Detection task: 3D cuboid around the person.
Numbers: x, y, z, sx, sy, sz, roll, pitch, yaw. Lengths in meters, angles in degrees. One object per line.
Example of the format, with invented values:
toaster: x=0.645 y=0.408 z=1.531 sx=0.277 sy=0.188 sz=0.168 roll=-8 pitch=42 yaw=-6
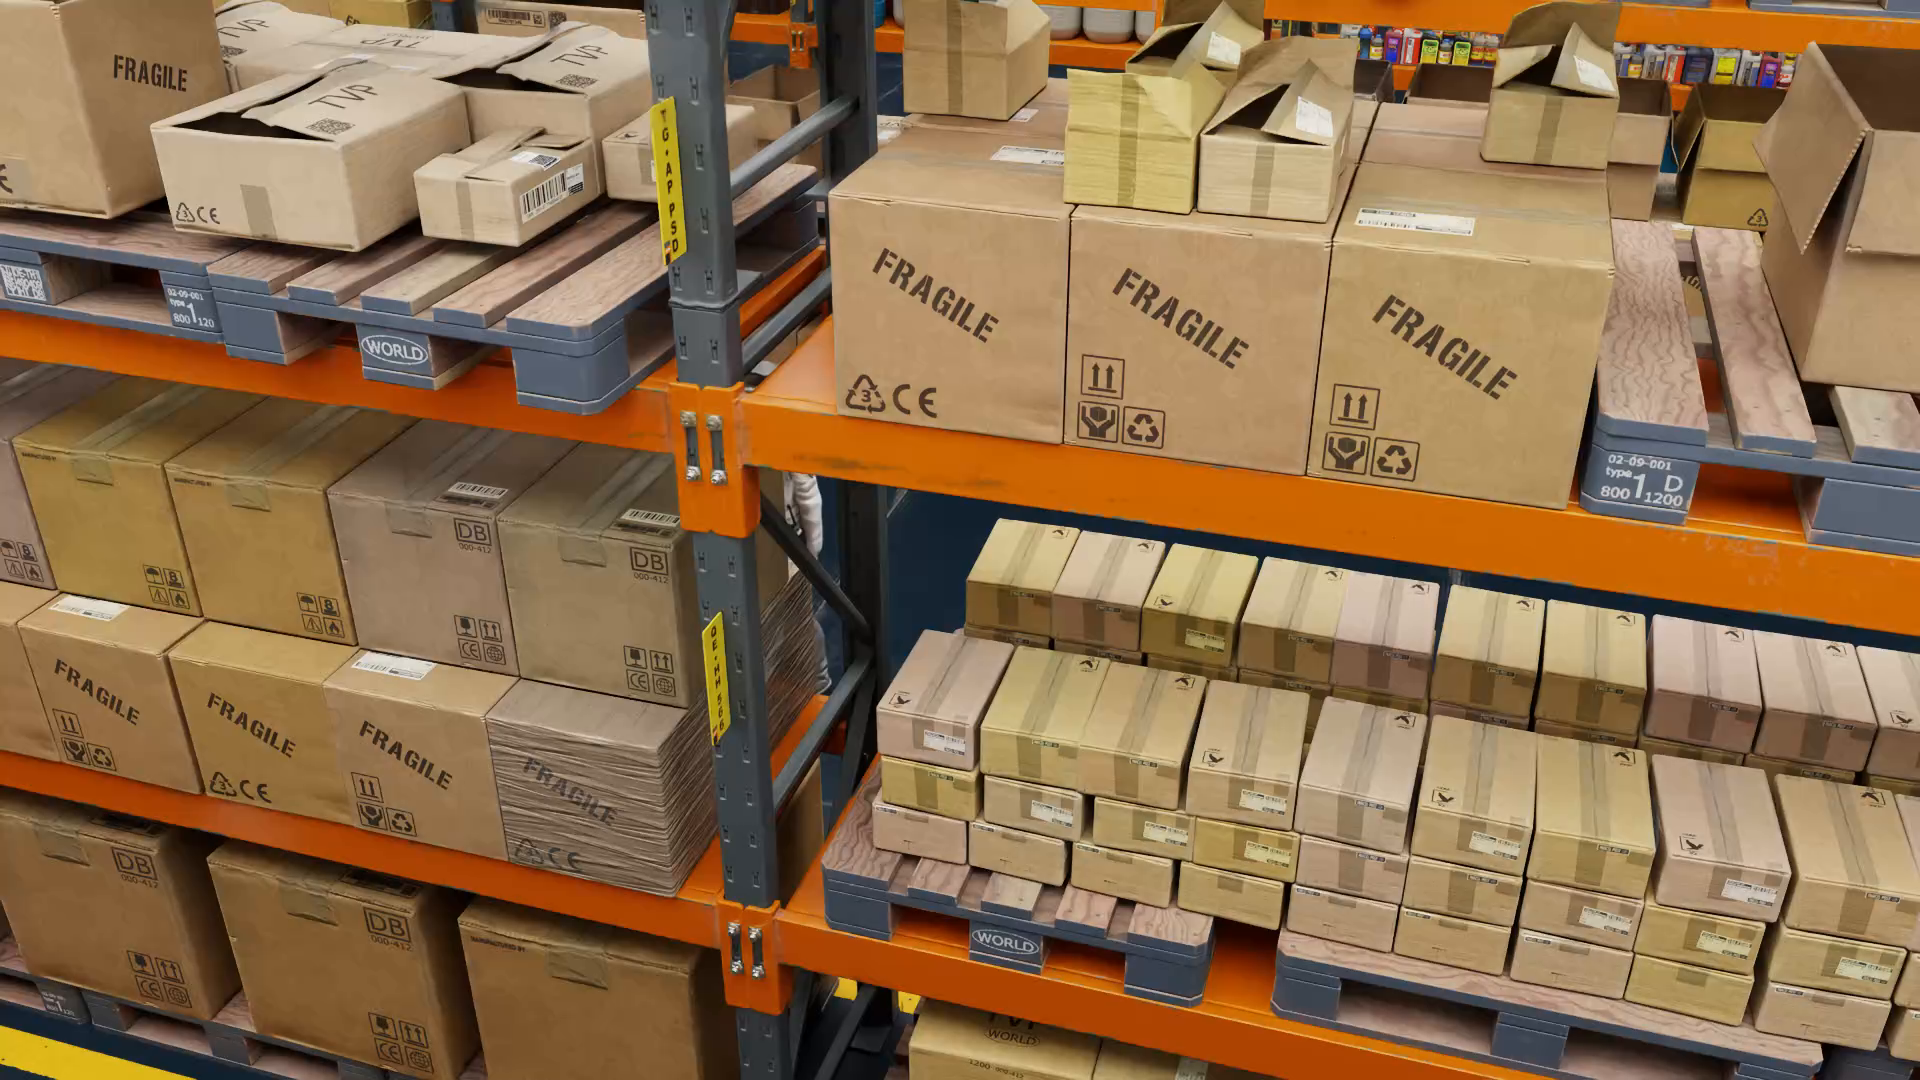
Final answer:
person: x=-0.844 y=0.034 z=7.040 sx=0.495 sy=1.687 sz=0.550 roll=12 pitch=31 yaw=20
